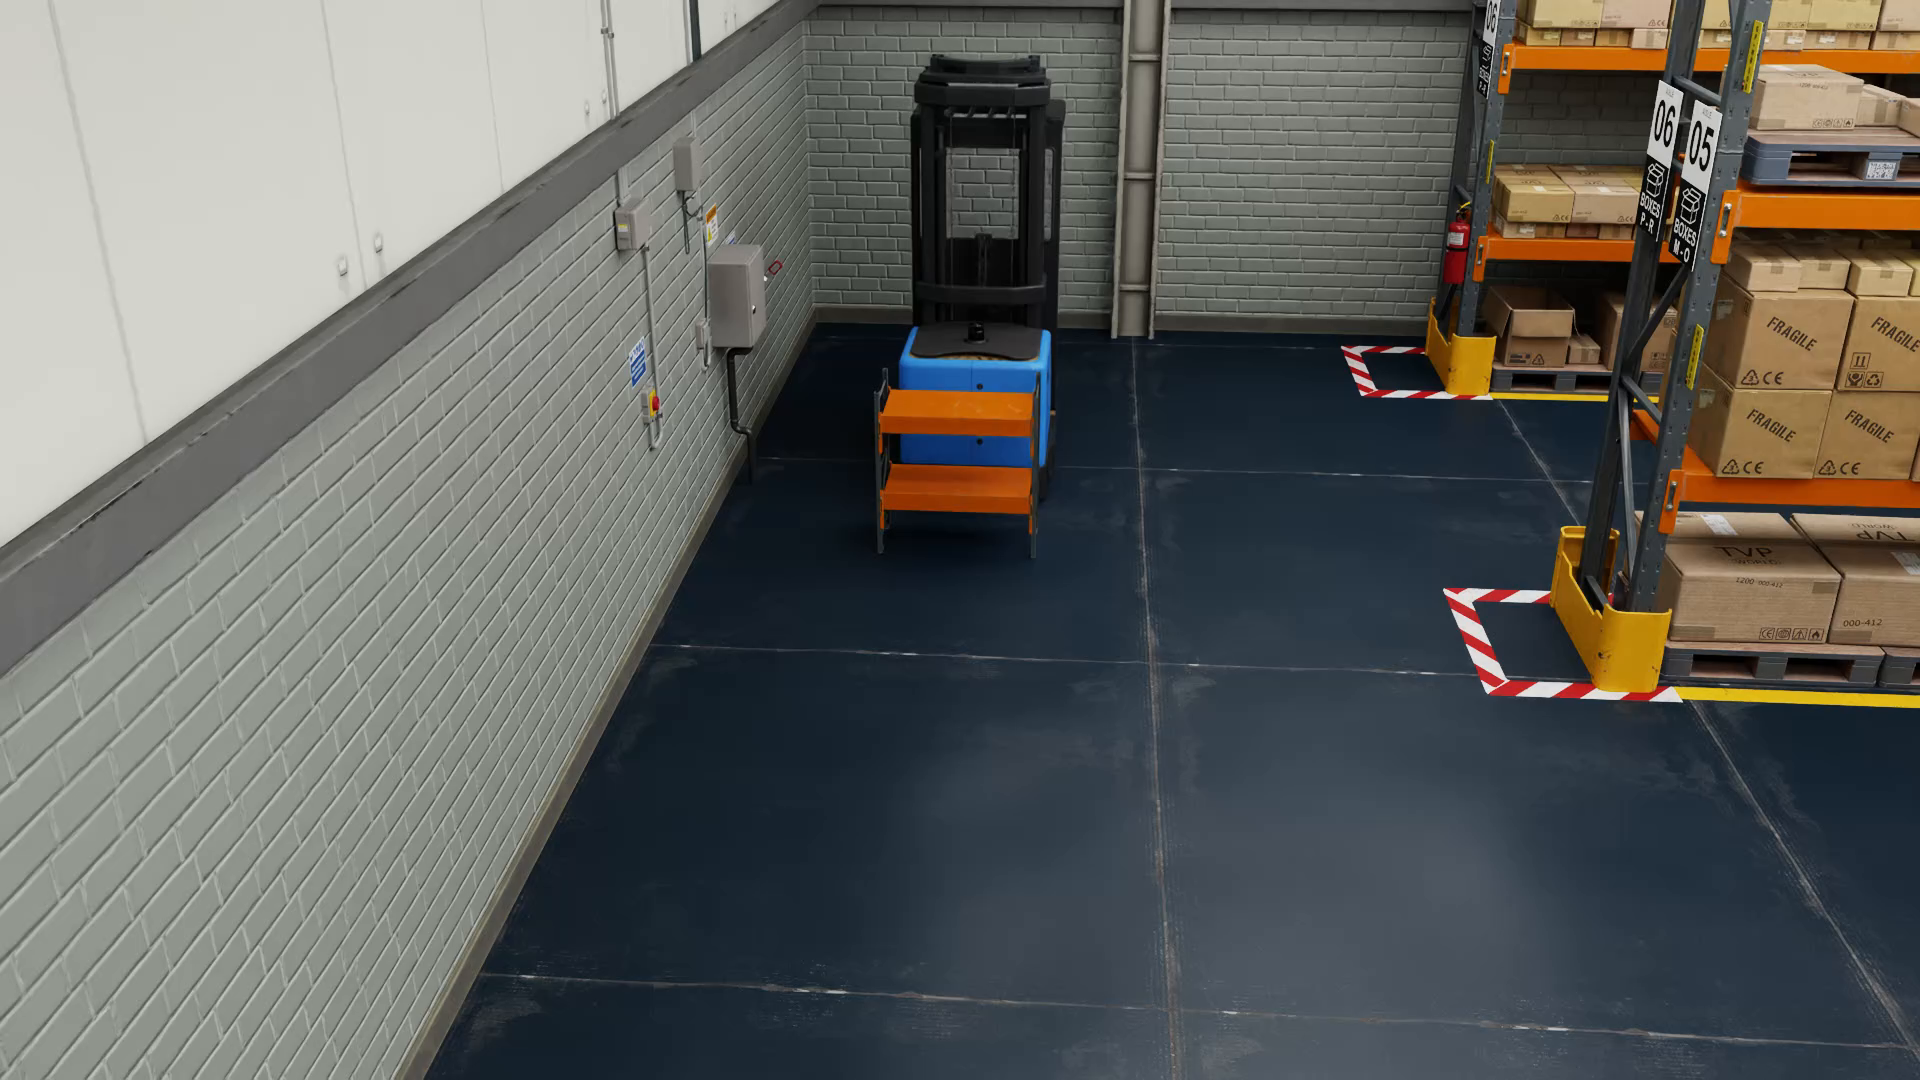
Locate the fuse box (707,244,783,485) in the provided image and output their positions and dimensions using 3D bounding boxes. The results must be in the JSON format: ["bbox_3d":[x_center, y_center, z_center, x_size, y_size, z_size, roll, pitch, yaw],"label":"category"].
[{"bbox_3d":[-1.480,-1.202,11.814,0.414,1.711,0.539,2,25,4],"label":"fuse box"}]

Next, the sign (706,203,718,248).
[{"bbox_3d":[-1.691,-2.146,11.337,0.001,0.242,0.339,2,25,4],"label":"sign"}]

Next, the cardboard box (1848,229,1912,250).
[{"bbox_3d":[4.978,-1.615,9.080,0.250,0.149,0.380,2,25,5],"label":"cardboard box"}]

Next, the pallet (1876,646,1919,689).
[{"bbox_3d":[5.854,0.555,9.792,1.213,0.211,1.003,2,25,4],"label":"pallet"}]

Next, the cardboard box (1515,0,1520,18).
[{"bbox_3d":[4.678,-4.343,13.335,0.500,0.250,0.500,1,25,3],"label":"cardboard box"}]

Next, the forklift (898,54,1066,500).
[{"bbox_3d":[0.211,-2.187,12.496,1.130,2.935,3.031,2,25,5],"label":"forklift"}]

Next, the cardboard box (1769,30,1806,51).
[{"bbox_3d":[6.284,-3.860,12.763,0.250,0.149,0.380,2,25,5],"label":"cardboard box"}]

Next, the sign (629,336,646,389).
[{"bbox_3d":[-1.851,-1.021,9.557,0.001,0.218,0.327,2,25,4],"label":"sign"}]

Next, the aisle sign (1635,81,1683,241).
[{"bbox_3d":[3.790,-2.058,9.024,0.004,0.787,0.394,2,25,4],"label":"aisle sign"}]

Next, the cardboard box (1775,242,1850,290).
[{"bbox_3d":[4.437,-1.434,8.687,0.250,0.149,0.380,2,25,5],"label":"cardboard box"}]

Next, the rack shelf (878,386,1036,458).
[{"bbox_3d":[-0.007,-0.777,10.893,1.000,0.278,0.538,2,25,4],"label":"rack shelf"}]

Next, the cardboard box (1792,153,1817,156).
[{"bbox_3d":[6.738,-3.253,13.657,0.500,0.500,0.500,1,25,3],"label":"cardboard box"}]

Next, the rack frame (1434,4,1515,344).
[{"bbox_3d":[4.214,-2.814,13.778,0.127,3.000,1.000,2,25,4],"label":"rack frame"}]

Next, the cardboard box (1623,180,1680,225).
[{"bbox_3d":[5.654,-2.724,13.404,0.500,0.250,0.500,1,25,3],"label":"cardboard box"}]

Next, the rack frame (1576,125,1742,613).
[{"bbox_3d":[3.838,-0.745,9.282,0.127,3.000,1.000,2,25,4],"label":"rack frame"}]

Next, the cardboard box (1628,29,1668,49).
[{"bbox_3d":[5.272,-3.892,12.832,0.250,0.149,0.380,2,25,5],"label":"cardboard box"}]

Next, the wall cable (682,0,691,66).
[{"bbox_3d":[-1.795,-3.849,8.849,0.029,3.000,2.355,2,25,4],"label":"wall cable"}]

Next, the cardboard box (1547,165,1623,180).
[{"bbox_3d":[5.207,-2.960,13.918,0.500,0.250,0.500,2,25,4],"label":"cardboard box"}]

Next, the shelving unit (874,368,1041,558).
[{"bbox_3d":[-0.007,-0.511,11.015,1.048,1.125,0.538,2,25,4],"label":"shelving unit"}]

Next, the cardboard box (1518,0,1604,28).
[{"bbox_3d":[4.635,-4.116,12.841,0.500,0.250,0.500,2,25,3],"label":"cardboard box"}]

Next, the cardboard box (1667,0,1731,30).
[{"bbox_3d":[5.653,-4.087,12.778,0.500,0.250,0.500,1,25,2],"label":"cardboard box"}]

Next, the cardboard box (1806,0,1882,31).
[{"bbox_3d":[6.673,-4.060,12.721,0.500,0.250,0.500,2,25,5],"label":"cardboard box"}]

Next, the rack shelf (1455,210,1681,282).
[{"bbox_3d":[6.208,-2.423,13.789,4.000,0.370,1.077,2,25,4],"label":"rack shelf"}]

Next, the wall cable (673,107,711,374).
[{"bbox_3d":[-1.689,-1.969,10.726,0.122,1.984,0.588,2,25,4],"label":"wall cable"}]

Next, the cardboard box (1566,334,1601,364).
[{"bbox_3d":[5.237,-1.621,14.093,0.250,0.149,0.380,1,25,2],"label":"cardboard box"}]

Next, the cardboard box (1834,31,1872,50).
[{"bbox_3d":[6.801,-3.875,12.795,0.250,0.149,0.380,3,25,6],"label":"cardboard box"}]

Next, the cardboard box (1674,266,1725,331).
[{"bbox_3d":[4.337,-1.329,9.234,0.500,0.500,0.500,3,25,6],"label":"cardboard box"}]

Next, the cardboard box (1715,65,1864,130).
[{"bbox_3d":[4.293,-2.299,8.627,0.500,0.250,0.500,0,25,-1],"label":"cardboard box"}]

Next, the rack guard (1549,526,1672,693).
[{"bbox_3d":[3.814,0.389,9.806,0.348,0.500,1.175,2,25,4],"label":"rack guard"}]

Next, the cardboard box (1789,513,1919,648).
[{"bbox_3d":[5.416,0.233,9.718,0.875,0.438,0.875,2,25,5],"label":"cardboard box"}]

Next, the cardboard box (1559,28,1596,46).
[{"bbox_3d":[4.777,-3.958,12.976,0.250,0.149,0.380,2,25,5],"label":"cardboard box"}]

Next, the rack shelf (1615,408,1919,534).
[{"bbox_3d":[5.832,-0.355,9.293,4.000,0.370,1.077,2,25,4],"label":"rack shelf"}]

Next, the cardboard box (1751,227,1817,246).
[{"bbox_3d":[4.466,-1.614,9.077,0.250,0.149,0.380,2,25,5],"label":"cardboard box"}]

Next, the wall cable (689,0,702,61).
[{"bbox_3d":[-1.544,-5.026,11.362,0.133,3.039,2.988,2,25,4],"label":"wall cable"}]

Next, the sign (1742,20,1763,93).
[{"bbox_3d":[3.789,-2.310,7.953,0.005,0.325,0.100,2,25,4],"label":"sign"}]

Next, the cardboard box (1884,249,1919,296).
[{"bbox_3d":[4.951,-1.377,8.563,0.250,0.149,0.380,1,25,2],"label":"cardboard box"}]

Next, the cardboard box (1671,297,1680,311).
[{"bbox_3d":[6.185,-1.708,13.862,0.500,0.500,0.500,2,25,5],"label":"cardboard box"}]

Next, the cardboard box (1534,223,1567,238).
[{"bbox_3d":[4.778,-2.586,13.583,0.250,0.149,0.380,2,25,5],"label":"cardboard box"}]

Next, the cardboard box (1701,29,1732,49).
[{"bbox_3d":[5.785,-3.905,12.859,0.250,0.149,0.380,2,25,3],"label":"cardboard box"}]

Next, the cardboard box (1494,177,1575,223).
[{"bbox_3d":[4.646,-2.754,13.471,0.500,0.250,0.500,2,25,4],"label":"cardboard box"}]

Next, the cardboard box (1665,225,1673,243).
[{"bbox_3d":[5.801,-2.513,13.424,0.250,0.149,0.380,1,25,2],"label":"cardboard box"}]

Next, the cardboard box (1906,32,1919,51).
[{"bbox_3d":[7.310,-3.845,12.729,0.250,0.149,0.380,3,25,6],"label":"cardboard box"}]

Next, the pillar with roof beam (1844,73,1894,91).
[{"bbox_3d":[7.247,-4.015,9.211,0.400,9.000,9.100,2,25,4],"label":"pillar with roof beam"}]

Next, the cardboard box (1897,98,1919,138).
[{"bbox_3d":[4.905,-2.099,8.314,0.250,0.149,0.380,3,25,6],"label":"cardboard box"}]

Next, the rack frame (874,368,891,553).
[{"bbox_3d":[-0.514,-0.527,11.051,0.032,1.125,0.500,2,25,4],"label":"rack frame"}]

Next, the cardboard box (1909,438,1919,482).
[{"bbox_3d":[5.306,-0.627,8.906,0.500,0.500,0.500,2,25,4],"label":"cardboard box"}]

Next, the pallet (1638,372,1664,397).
[{"bbox_3d":[6.298,-1.480,14.214,1.213,0.211,1.003,2,25,4],"label":"pallet"}]

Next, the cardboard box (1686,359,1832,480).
[{"bbox_3d":[4.294,-0.656,8.967,0.500,0.500,0.500,2,25,4],"label":"cardboard box"}]

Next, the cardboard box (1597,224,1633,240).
[{"bbox_3d":[5.290,-2.559,13.523,0.250,0.149,0.380,3,25,6],"label":"cardboard box"}]

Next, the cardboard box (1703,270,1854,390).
[{"bbox_3d":[4.294,-1.111,8.760,0.500,0.500,0.500,1,25,3],"label":"cardboard box"}]
